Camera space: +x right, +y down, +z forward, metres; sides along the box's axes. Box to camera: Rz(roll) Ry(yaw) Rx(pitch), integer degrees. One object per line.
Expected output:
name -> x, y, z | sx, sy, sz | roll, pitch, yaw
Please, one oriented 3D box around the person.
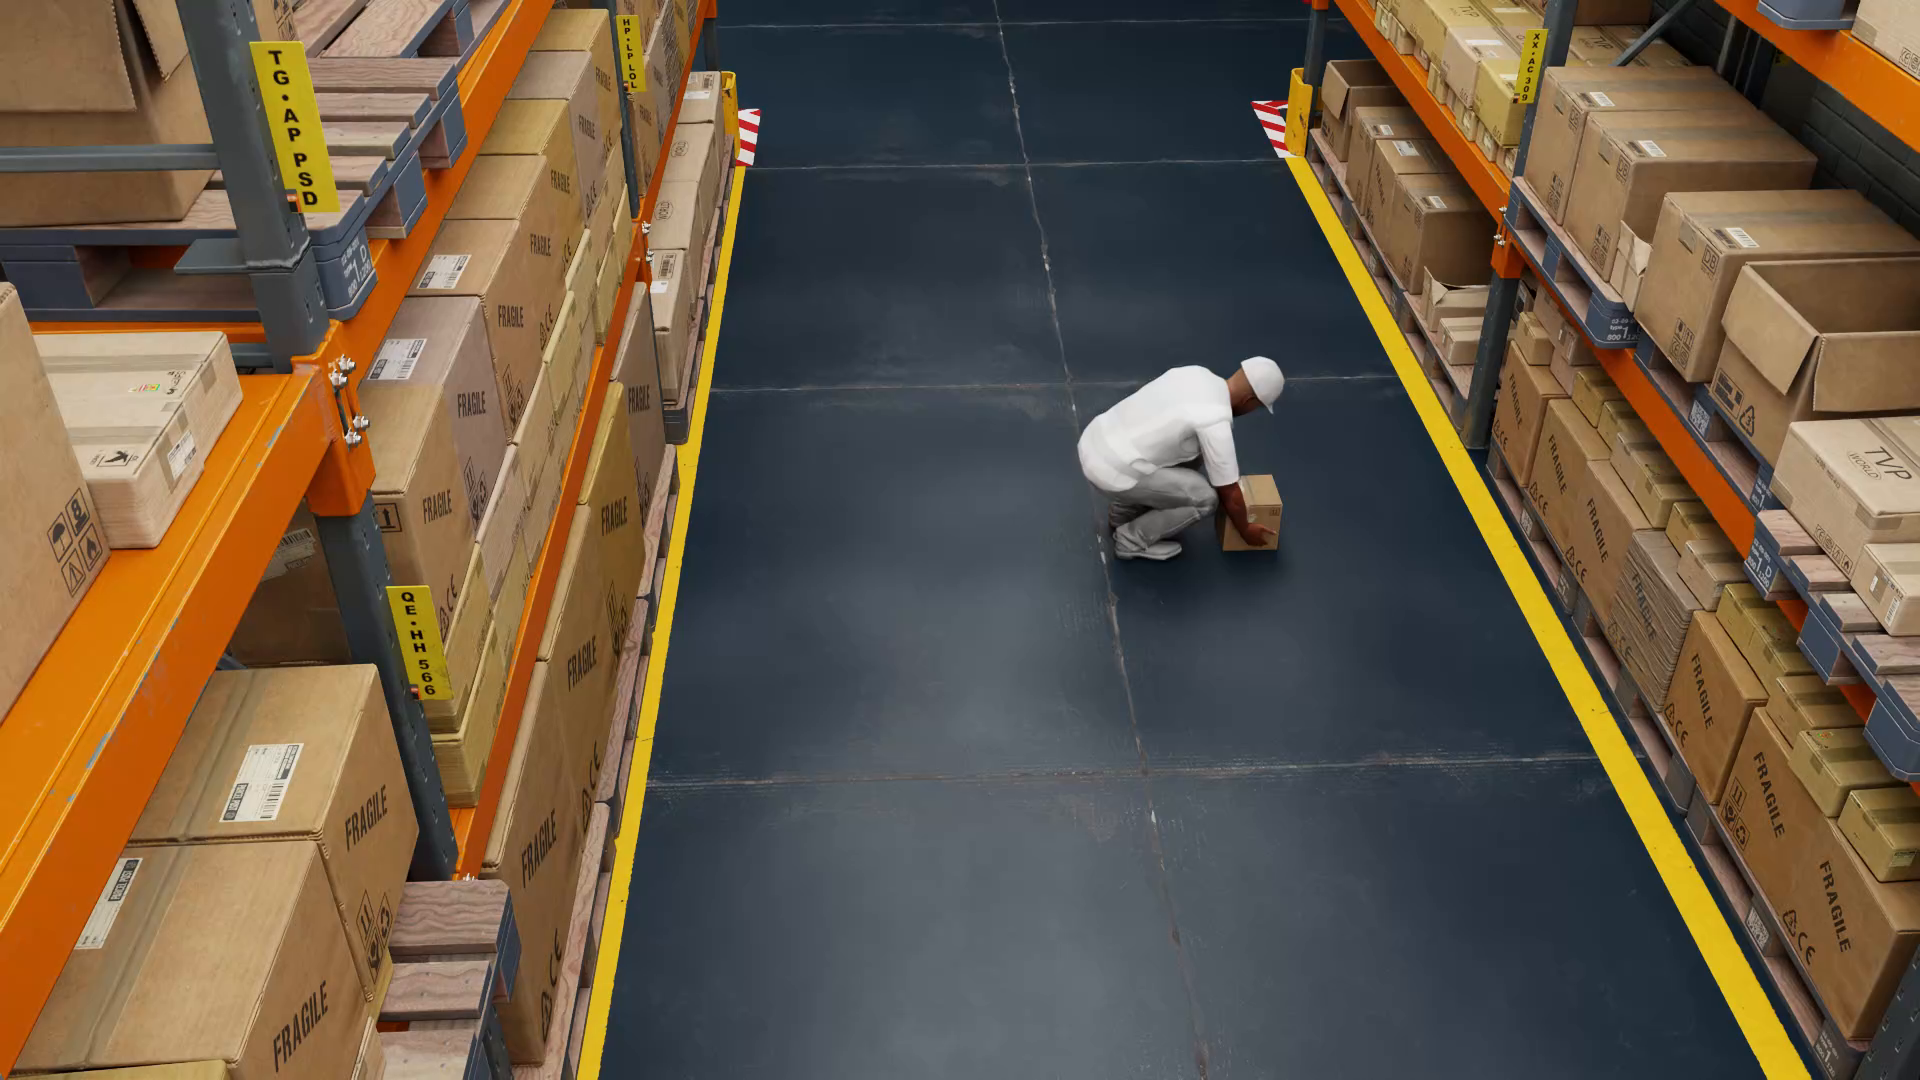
person -> 0.979, -0.398, 7.459 | 0.896, 0.893, 0.563 | -1, 35, -2
